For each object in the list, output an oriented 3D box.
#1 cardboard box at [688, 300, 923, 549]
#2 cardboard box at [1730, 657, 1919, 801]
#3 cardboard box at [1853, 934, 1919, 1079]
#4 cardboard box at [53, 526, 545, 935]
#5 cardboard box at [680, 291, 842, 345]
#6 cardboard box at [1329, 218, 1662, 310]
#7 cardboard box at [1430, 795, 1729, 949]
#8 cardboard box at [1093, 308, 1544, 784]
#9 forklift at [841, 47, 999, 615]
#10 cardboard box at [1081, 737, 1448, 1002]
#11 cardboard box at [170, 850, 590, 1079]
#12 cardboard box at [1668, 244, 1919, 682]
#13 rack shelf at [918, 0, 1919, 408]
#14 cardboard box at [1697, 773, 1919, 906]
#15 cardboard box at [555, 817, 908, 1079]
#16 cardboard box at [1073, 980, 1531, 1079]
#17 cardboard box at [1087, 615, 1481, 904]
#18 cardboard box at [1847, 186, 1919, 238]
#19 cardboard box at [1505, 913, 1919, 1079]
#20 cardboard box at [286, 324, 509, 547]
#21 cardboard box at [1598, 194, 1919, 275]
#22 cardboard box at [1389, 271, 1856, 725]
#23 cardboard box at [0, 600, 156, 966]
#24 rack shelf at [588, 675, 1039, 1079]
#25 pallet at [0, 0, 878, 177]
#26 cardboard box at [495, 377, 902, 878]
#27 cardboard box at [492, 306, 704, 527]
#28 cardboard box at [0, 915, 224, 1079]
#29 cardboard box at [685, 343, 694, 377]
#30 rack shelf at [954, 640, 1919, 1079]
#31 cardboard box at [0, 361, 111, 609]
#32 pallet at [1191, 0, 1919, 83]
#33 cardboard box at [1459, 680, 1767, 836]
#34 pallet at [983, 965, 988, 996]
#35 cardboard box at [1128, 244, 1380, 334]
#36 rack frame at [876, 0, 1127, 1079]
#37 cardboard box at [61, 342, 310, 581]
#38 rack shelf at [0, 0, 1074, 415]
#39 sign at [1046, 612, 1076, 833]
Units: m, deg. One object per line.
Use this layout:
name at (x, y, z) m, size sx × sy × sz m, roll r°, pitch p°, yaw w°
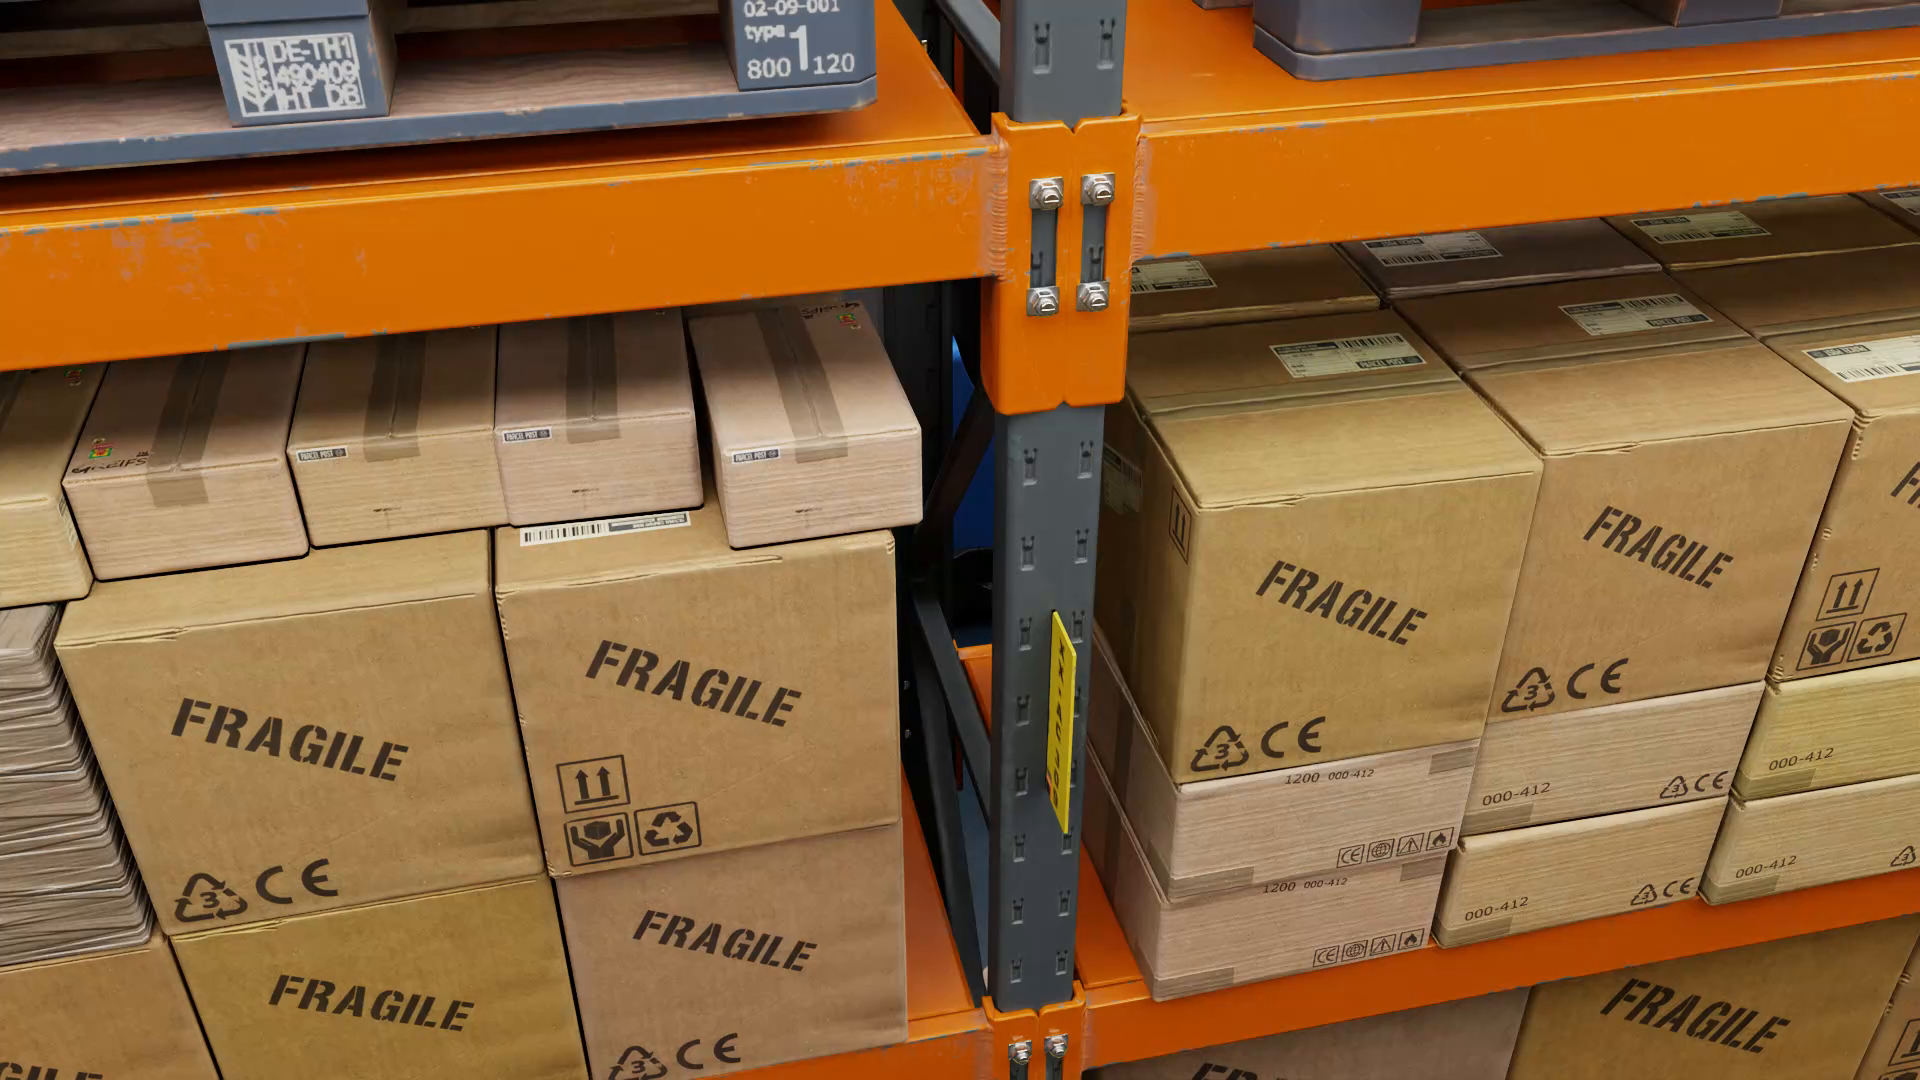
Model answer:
cardboard box at (-0.214, -0.165, 2.235) m, size 0.250 × 0.149 × 0.380 m, roll -8°, pitch 35°, yaw -12°
cardboard box at (1.508, 0.177, 2.981) m, size 0.500 × 0.250 × 0.500 m, roll -7°, pitch 34°, yaw -10°
cardboard box at (2.355, 0.713, 4.025) m, size 0.875 × 0.875 × 0.875 m, roll -7°, pitch 34°, yaw -10°
cardboard box at (-0.880, 0.159, 2.334) m, size 0.500 × 0.500 × 0.500 m, roll -8°, pitch 35°, yaw -11°
cardboard box at (-0.349, -0.479, 2.702) m, size 0.250 × 0.149 × 0.380 m, roll -8°, pitch 35°, yaw -11°
cardboard box at (0.900, -0.366, 3.116) m, size 0.500 × 0.500 × 0.500 m, roll -7°, pitch 34°, yaw -10°
cardboard box at (1.008, 0.437, 3.041) m, size 0.500 × 0.250 × 0.500 m, roll -8°, pitch 35°, yaw -12°
cardboard box at (0.509, -0.005, 2.578) m, size 0.500 × 0.500 × 0.500 m, roll -7°, pitch 34°, yaw -10°
forklift at (0.615, -1.275, 5.520) m, size 3.031 × 2.935 × 1.130 m, roll -5°, pitch 34°, yaw -8°
cardboard box at (0.504, 0.501, 2.945) m, size 0.500 × 0.250 × 0.500 m, roll -8°, pitch 35°, yaw -12°
cardboard box at (-0.880, 0.570, 2.618) m, size 0.500 × 0.500 × 0.500 m, roll -8°, pitch 35°, yaw -12°
cardboard box at (1.489, -0.143, 2.784) m, size 0.500 × 0.500 × 0.500 m, roll -8°, pitch 35°, yaw -12°
rack shelf at (1.967, -0.843, 2.768) m, size 4.000 × 0.370 × 1.077 m, roll -7°, pitch 35°, yaw -11°
cardboard box at (1.511, 0.383, 3.122) m, size 0.500 × 0.250 × 0.500 m, roll -7°, pitch 35°, yaw -11°
cardboard box at (-0.380, 0.504, 2.717) m, size 0.500 × 0.500 × 0.500 m, roll -7°, pitch 34°, yaw -10°
cardboard box at (0.603, 0.938, 3.690) m, size 0.875 × 0.875 × 0.875 m, roll -6°, pitch 34°, yaw -9°
cardboard box at (0.508, 0.304, 2.792) m, size 0.500 × 0.250 × 0.500 m, roll -8°, pitch 35°, yaw -12°
cardboard box at (1.900, -0.489, 3.300) m, size 0.500 × 0.500 × 0.500 m, roll -7°, pitch 34°, yaw -10°
cardboard box at (1.483, 0.823, 3.862) m, size 0.875 × 0.875 × 0.875 m, roll -6°, pitch 34°, yaw -9°
cardboard box at (-0.740, -0.167, 2.237) m, size 0.250 × 0.149 × 0.380 m, roll -7°, pitch 35°, yaw -10°
cardboard box at (1.399, -0.418, 3.193) m, size 0.500 × 0.500 × 0.500 m, roll -6°, pitch 34°, yaw -9°
cardboard box at (0.999, -0.082, 2.694) m, size 0.500 × 0.500 × 0.500 m, roll -7°, pitch 35°, yaw -11°
cardboard box at (-1.374, 0.227, 2.233) m, size 0.500 × 0.500 × 0.500 m, roll -7°, pitch 34°, yaw -10°
rack shelf at (-1.934, 0.894, 2.871) m, size 4.000 × 0.370 × 1.077 m, roll -7°, pitch 35°, yaw -11°
pallet at (-0.784, -0.764, 2.084) m, size 1.213 × 0.211 × 1.003 m, roll -7°, pitch 35°, yaw -11°
cardboard box at (-0.383, 0.101, 2.420) m, size 0.500 × 0.500 × 0.500 m, roll -7°, pitch 35°, yaw -11°
cardboard box at (-0.495, -0.192, 2.275) m, size 0.250 × 0.149 × 0.380 m, roll -6°, pitch 34°, yaw -9°
cardboard box at (-1.367, 0.640, 2.514) m, size 0.500 × 0.500 × 0.500 m, roll -8°, pitch 35°, yaw -11°
cardboard box at (-0.502, -0.180, 2.839) m, size 0.500 × 0.500 × 0.500 m, roll -7°, pitch 34°, yaw -10°
rack shelf at (1.967, 0.403, 3.604) m, size 4.000 × 0.370 × 1.077 m, roll -7°, pitch 35°, yaw -11°
cardboard box at (-1.219, -0.075, 2.101) m, size 0.250 × 0.149 × 0.380 m, roll -7°, pitch 35°, yaw -11°
pallet at (0.900, -0.956, 2.462) m, size 1.217 × 0.209 × 0.805 m, roll -9°, pitch 35°, yaw -12°
cardboard box at (1.010, 0.224, 2.910) m, size 0.500 × 0.250 × 0.500 m, roll -7°, pitch 34°, yaw -10°
pallet at (0.752, 1.372, 4.016) m, size 1.213 × 0.211 × 1.003 m, roll -7°, pitch 35°, yaw -11°
cardboard box at (0.397, -0.298, 3.016) m, size 0.500 × 0.500 × 0.500 m, roll -6°, pitch 34°, yaw -9°
rack frame at (0.016, 0.350, 3.037) m, size 0.127 × 3.000 × 1.000 m, roll -7°, pitch 35°, yaw -11°
cardboard box at (-0.983, -0.126, 2.176) m, size 0.250 × 0.149 × 0.380 m, roll -7°, pitch 35°, yaw -11°
rack shelf at (-1.934, -0.351, 2.035) m, size 4.000 × 0.370 × 1.077 m, roll -7°, pitch 35°, yaw -11°
sign at (0.140, 0.259, 2.324) m, size 0.005 × 0.325 × 0.100 m, roll -7°, pitch 35°, yaw -11°
